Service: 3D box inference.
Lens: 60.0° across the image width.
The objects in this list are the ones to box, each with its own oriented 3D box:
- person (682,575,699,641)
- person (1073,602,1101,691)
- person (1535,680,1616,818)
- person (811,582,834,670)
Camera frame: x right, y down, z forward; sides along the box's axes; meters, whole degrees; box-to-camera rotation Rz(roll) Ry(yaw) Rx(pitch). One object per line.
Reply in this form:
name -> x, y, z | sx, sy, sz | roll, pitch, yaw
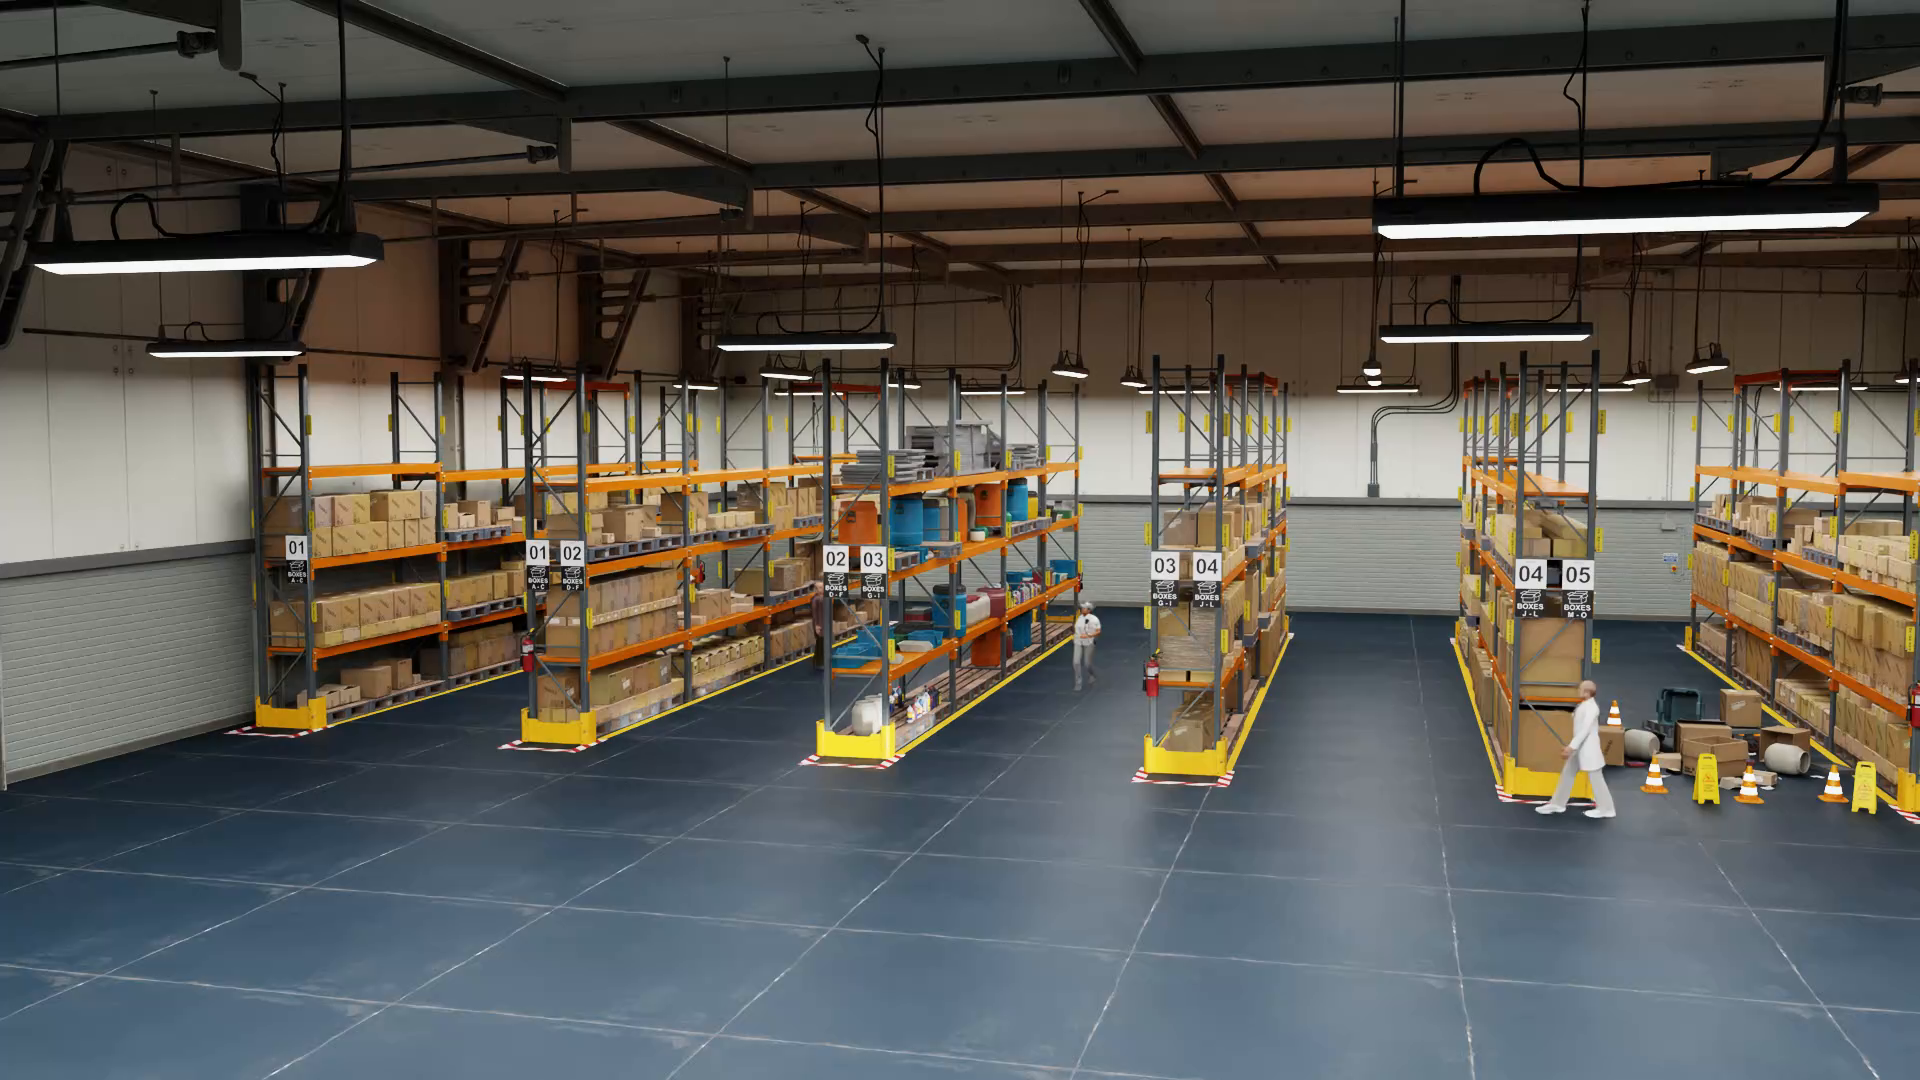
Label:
person -> -5.709, 1.647, 35.697 | 0.454, 1.797, 0.583 | 1, 4, 13
person -> 2.440, 2.019, 31.602 | 0.552, 1.693, 0.746 | 1, 4, 19
person -> 7.865, 2.653, 21.124 | 0.921, 1.756, 0.579 | 0, 4, 5
person -> -2.777, 1.757, 34.006 | 0.513, 1.784, 0.612 | 1, 4, 11
